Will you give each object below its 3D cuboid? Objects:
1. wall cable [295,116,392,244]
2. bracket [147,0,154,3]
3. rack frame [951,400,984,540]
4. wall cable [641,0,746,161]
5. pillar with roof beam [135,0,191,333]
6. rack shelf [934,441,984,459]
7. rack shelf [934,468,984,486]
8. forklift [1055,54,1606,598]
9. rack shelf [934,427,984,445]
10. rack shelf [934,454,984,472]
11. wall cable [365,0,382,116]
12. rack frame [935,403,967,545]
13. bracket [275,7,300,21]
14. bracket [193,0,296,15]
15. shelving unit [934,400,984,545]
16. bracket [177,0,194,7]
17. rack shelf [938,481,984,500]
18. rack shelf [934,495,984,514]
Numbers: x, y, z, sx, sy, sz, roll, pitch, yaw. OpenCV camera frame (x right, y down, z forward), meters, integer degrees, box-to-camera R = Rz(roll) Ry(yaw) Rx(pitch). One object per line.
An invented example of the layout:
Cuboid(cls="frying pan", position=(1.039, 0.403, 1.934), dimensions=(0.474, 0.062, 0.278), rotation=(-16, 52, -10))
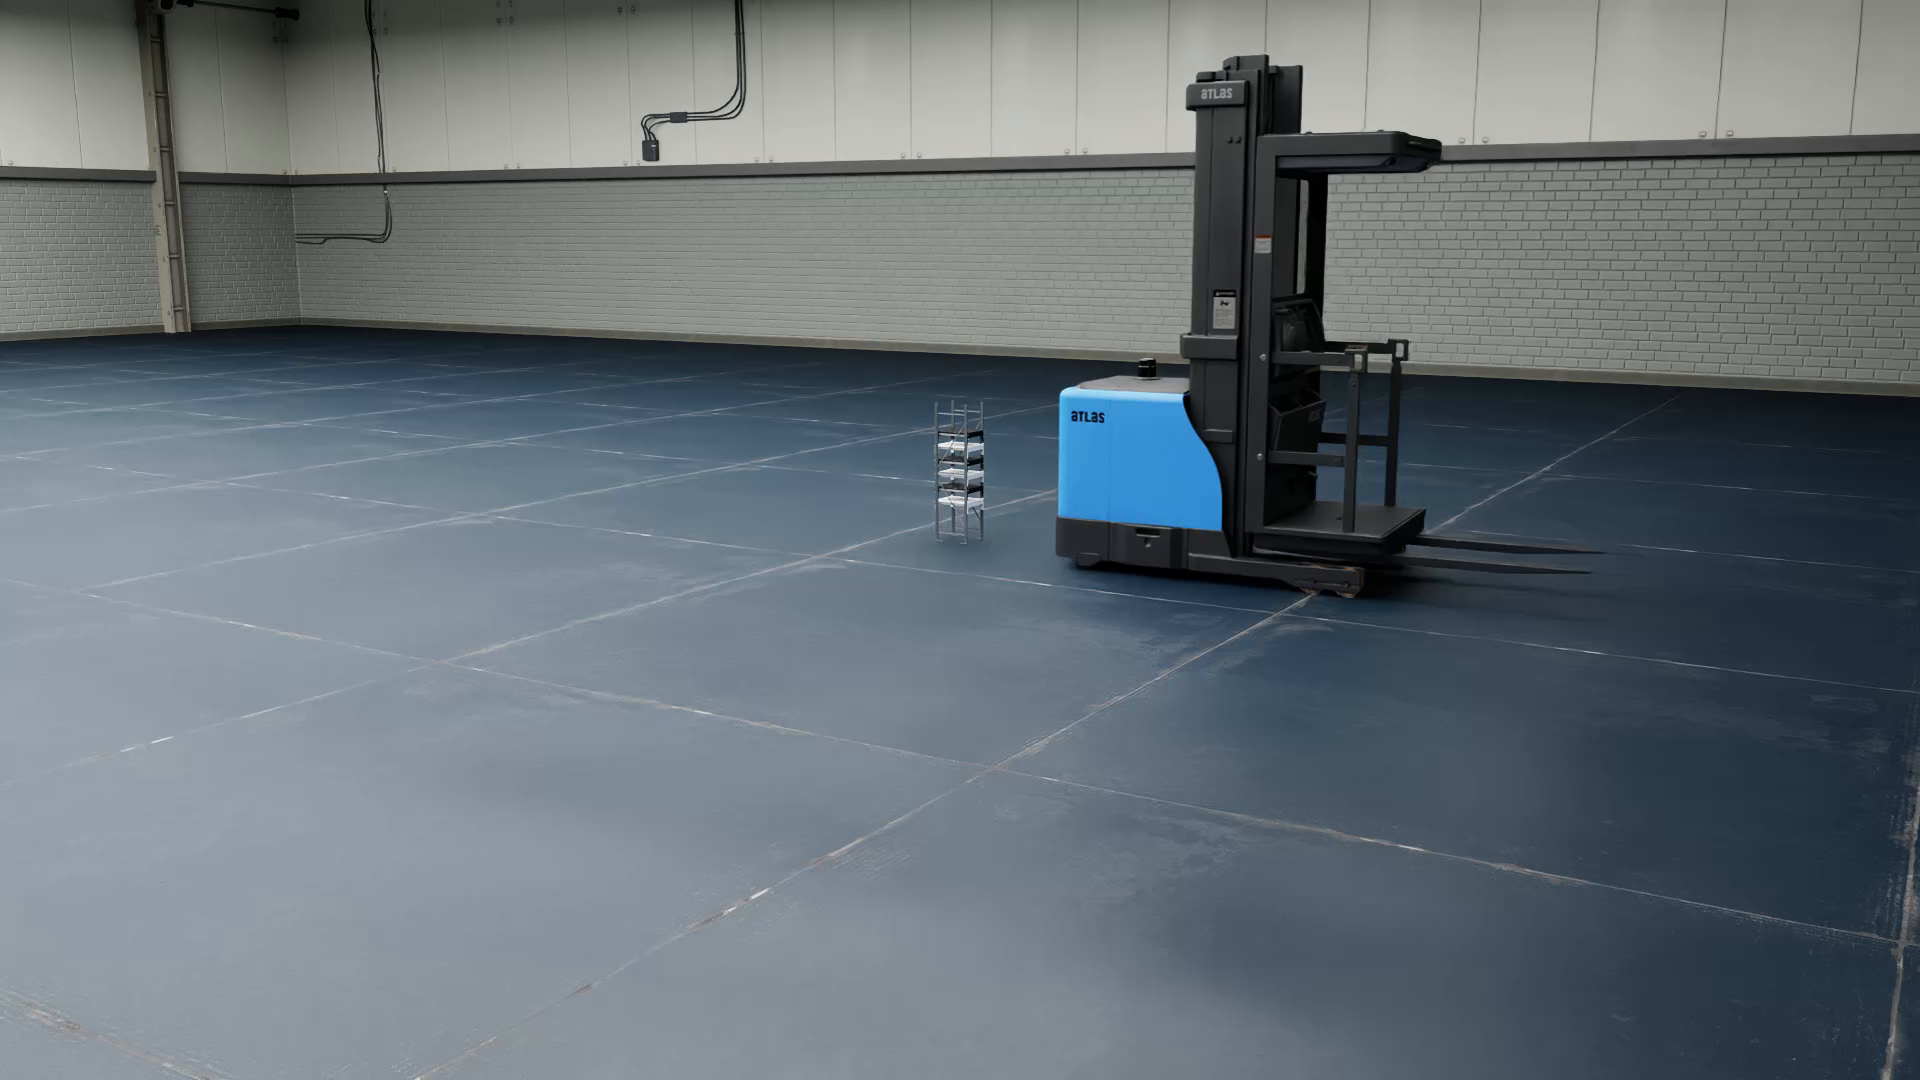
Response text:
Cuboid(cls="wall cable", position=(-12.777, -7.342, 34.070), dimensions=(3.097, 2.526, 0.112), rotation=(6, 12, 31))
Cuboid(cls="bracket", position=(-15.349, -10.201, 31.123), dimensions=(0.235, 0.232, 0.430), rotation=(6, 12, 31))
Cuboid(cls="rack frame", position=(0.049, -0.457, 10.864), dimensions=(0.240, 0.900, 0.006), rotation=(6, 12, 31))
Cuboid(cls="wall cable", position=(-4.672, -9.630, 28.613), dimensions=(2.305, 6.003, 0.169), rotation=(6, 12, 31))
Cuboid(cls="pillar with roof beam", position=(-11.758, -8.120, 29.787), dimensions=(9.100, 9.000, 0.548), rotation=(6, 12, 31))
Cuboid(cls="rack shelf", position=(-0.004, -0.585, 10.752), dimensions=(0.258, 0.077, 0.200), rotation=(6, 12, 31))
Cuboid(cls="rack shelf", position=(-0.004, -0.408, 10.785), dimensions=(0.258, 0.077, 0.200), rotation=(6, 12, 31))
Cuboid(cls="forklift", position=(2.124, -1.233, 9.489), dimensions=(3.031, 2.935, 1.130), rotation=(5, 12, 27))
Cuboid(cls="rack shelf", position=(-0.004, -0.674, 10.736), dimensions=(0.258, 0.077, 0.200), rotation=(6, 12, 31))
Cuboid(cls="rack shelf", position=(-0.004, -0.497, 10.769), dimensions=(0.258, 0.077, 0.200), rotation=(6, 12, 31))
Cuboid(cls="wall cable", position=(-10.465, -9.566, 32.224), dimensions=(3.097, 2.526, 0.112), rotation=(6, 12, 31))
Cuboid(cls="rack frame", position=(-0.057, -0.425, 10.694), dimensions=(0.240, 0.900, 0.006), rotation=(6, 12, 31))
Cuboid(cls="bracket", position=(-13.688, -10.705, 33.811), dimensions=(0.235, 0.232, 0.430), rotation=(6, 12, 31))
Cuboid(cls="bracket", position=(-13.994, -10.612, 33.315), dimensions=(0.076, 0.066, 3.189), rotation=(6, 12, 31))
Cuboid(cls="shelving unit", position=(-0.004, -0.441, 10.779), dimensions=(0.258, 0.900, 0.210), rotation=(6, 12, 31))
Cuboid(cls="bracket", position=(-14.918, -10.332, 31.820), dimensions=(0.235, 0.232, 0.430), rotation=(6, 12, 31))
Cuboid(cls="rack shelf", position=(-0.004, -0.320, 10.802), dimensions=(0.258, 0.077, 0.200), rotation=(6, 12, 31))
Cuboid(cls="rack shelf", position=(-0.004, -0.231, 10.818), dimensions=(0.258, 0.077, 0.200), rotation=(6, 12, 31))
